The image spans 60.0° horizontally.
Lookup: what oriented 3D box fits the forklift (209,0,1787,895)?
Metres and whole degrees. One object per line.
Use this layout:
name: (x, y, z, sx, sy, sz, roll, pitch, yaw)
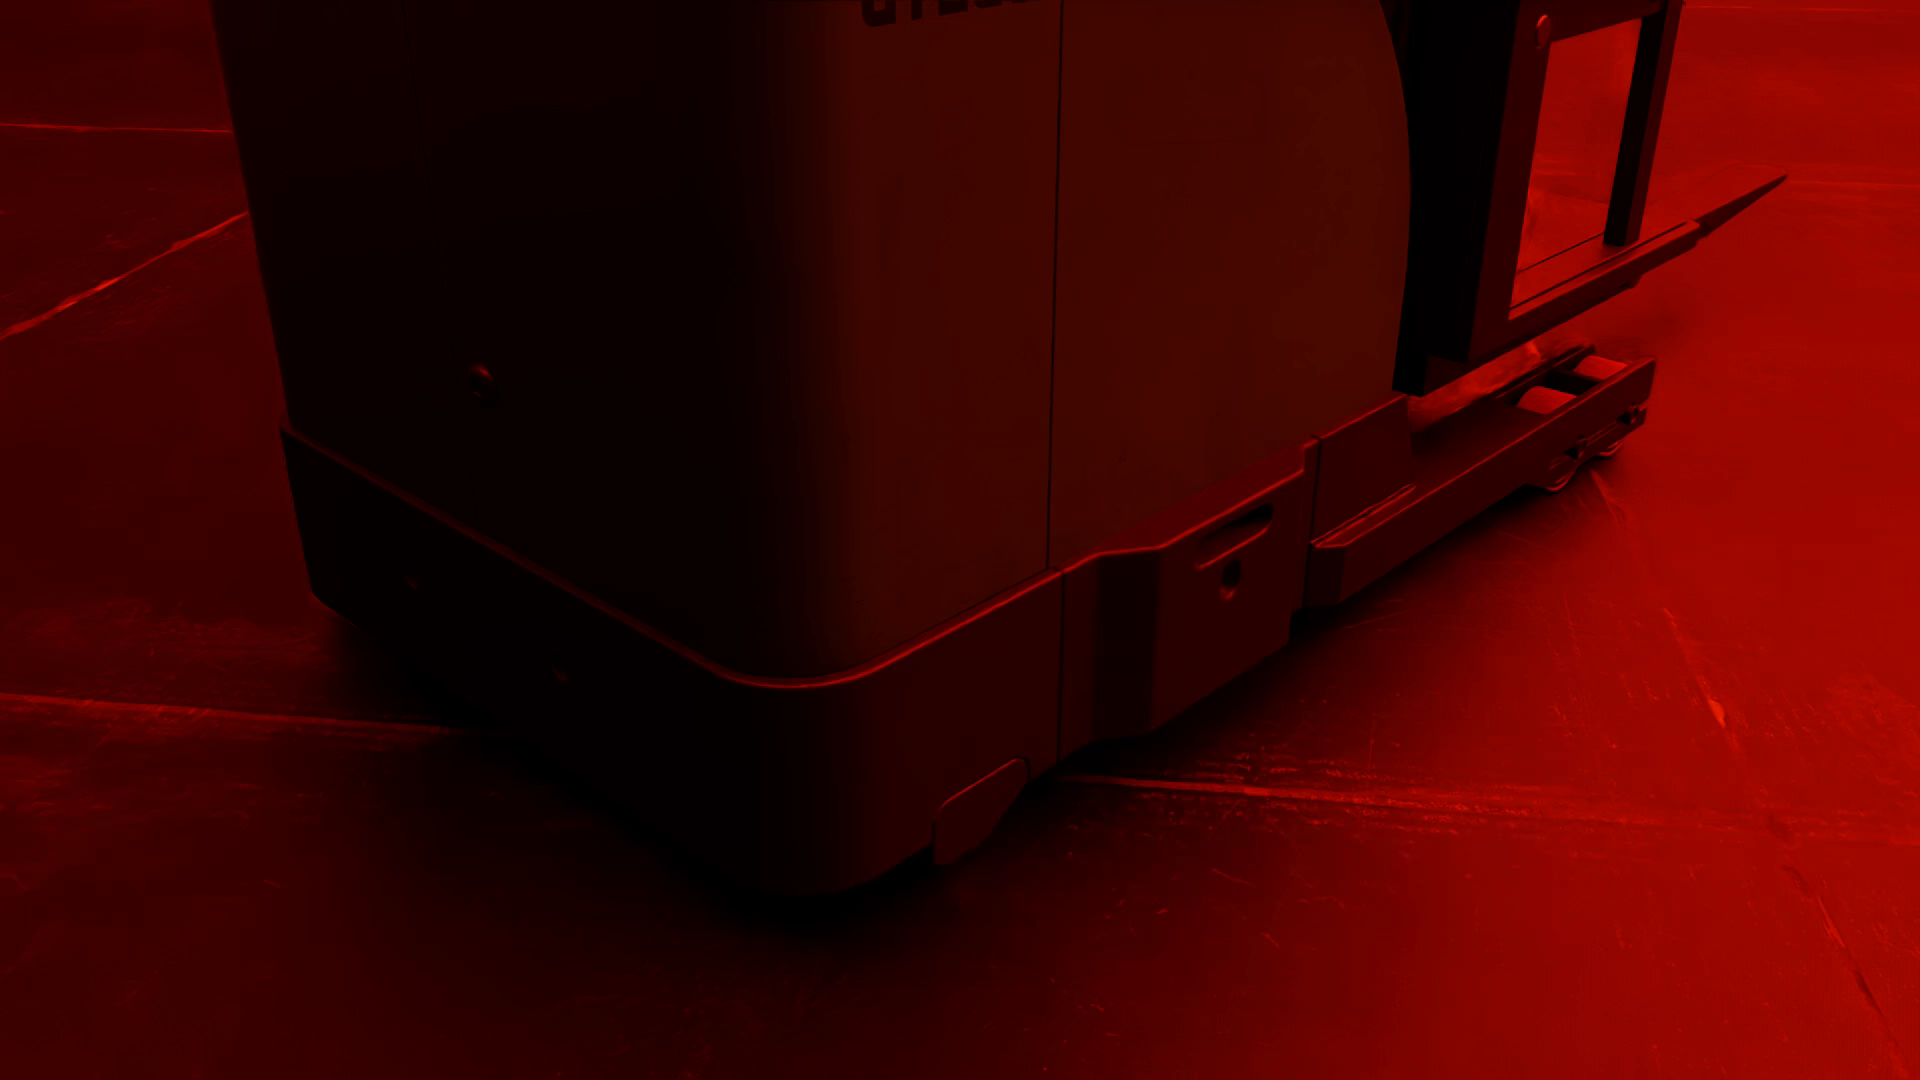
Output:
forklift: (0.509, -1.528, 2.280, 1.130, 2.935, 3.031, 23, 35, 38)
